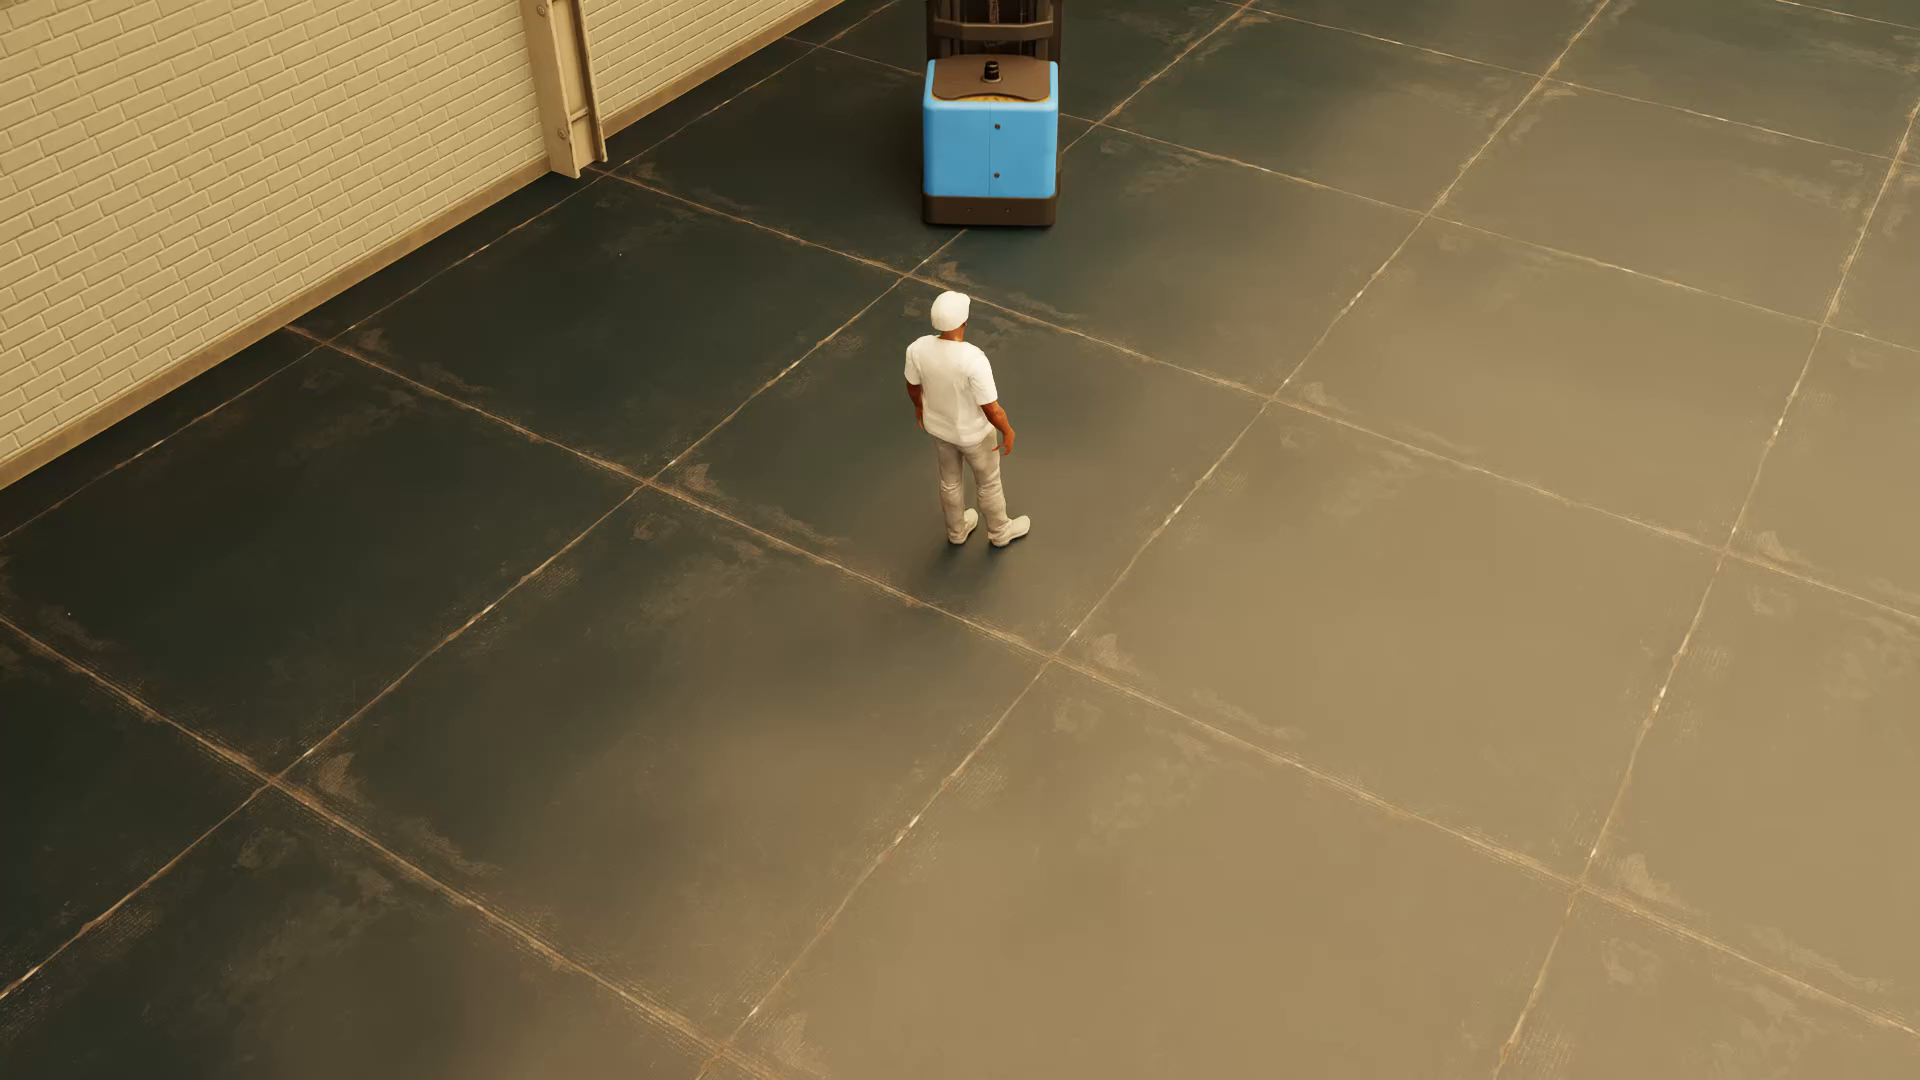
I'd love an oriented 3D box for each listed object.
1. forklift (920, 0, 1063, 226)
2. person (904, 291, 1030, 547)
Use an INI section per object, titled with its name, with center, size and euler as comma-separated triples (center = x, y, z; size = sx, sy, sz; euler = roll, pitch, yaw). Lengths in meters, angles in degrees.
[forklift]
center = 0.283, -4.512, 13.291
size = 1.130, 2.935, 3.031
euler = 1, 40, 2
[person]
center = 0.042, -0.716, 9.701
size = 0.665, 1.768, 0.575
euler = 22, 45, 24
